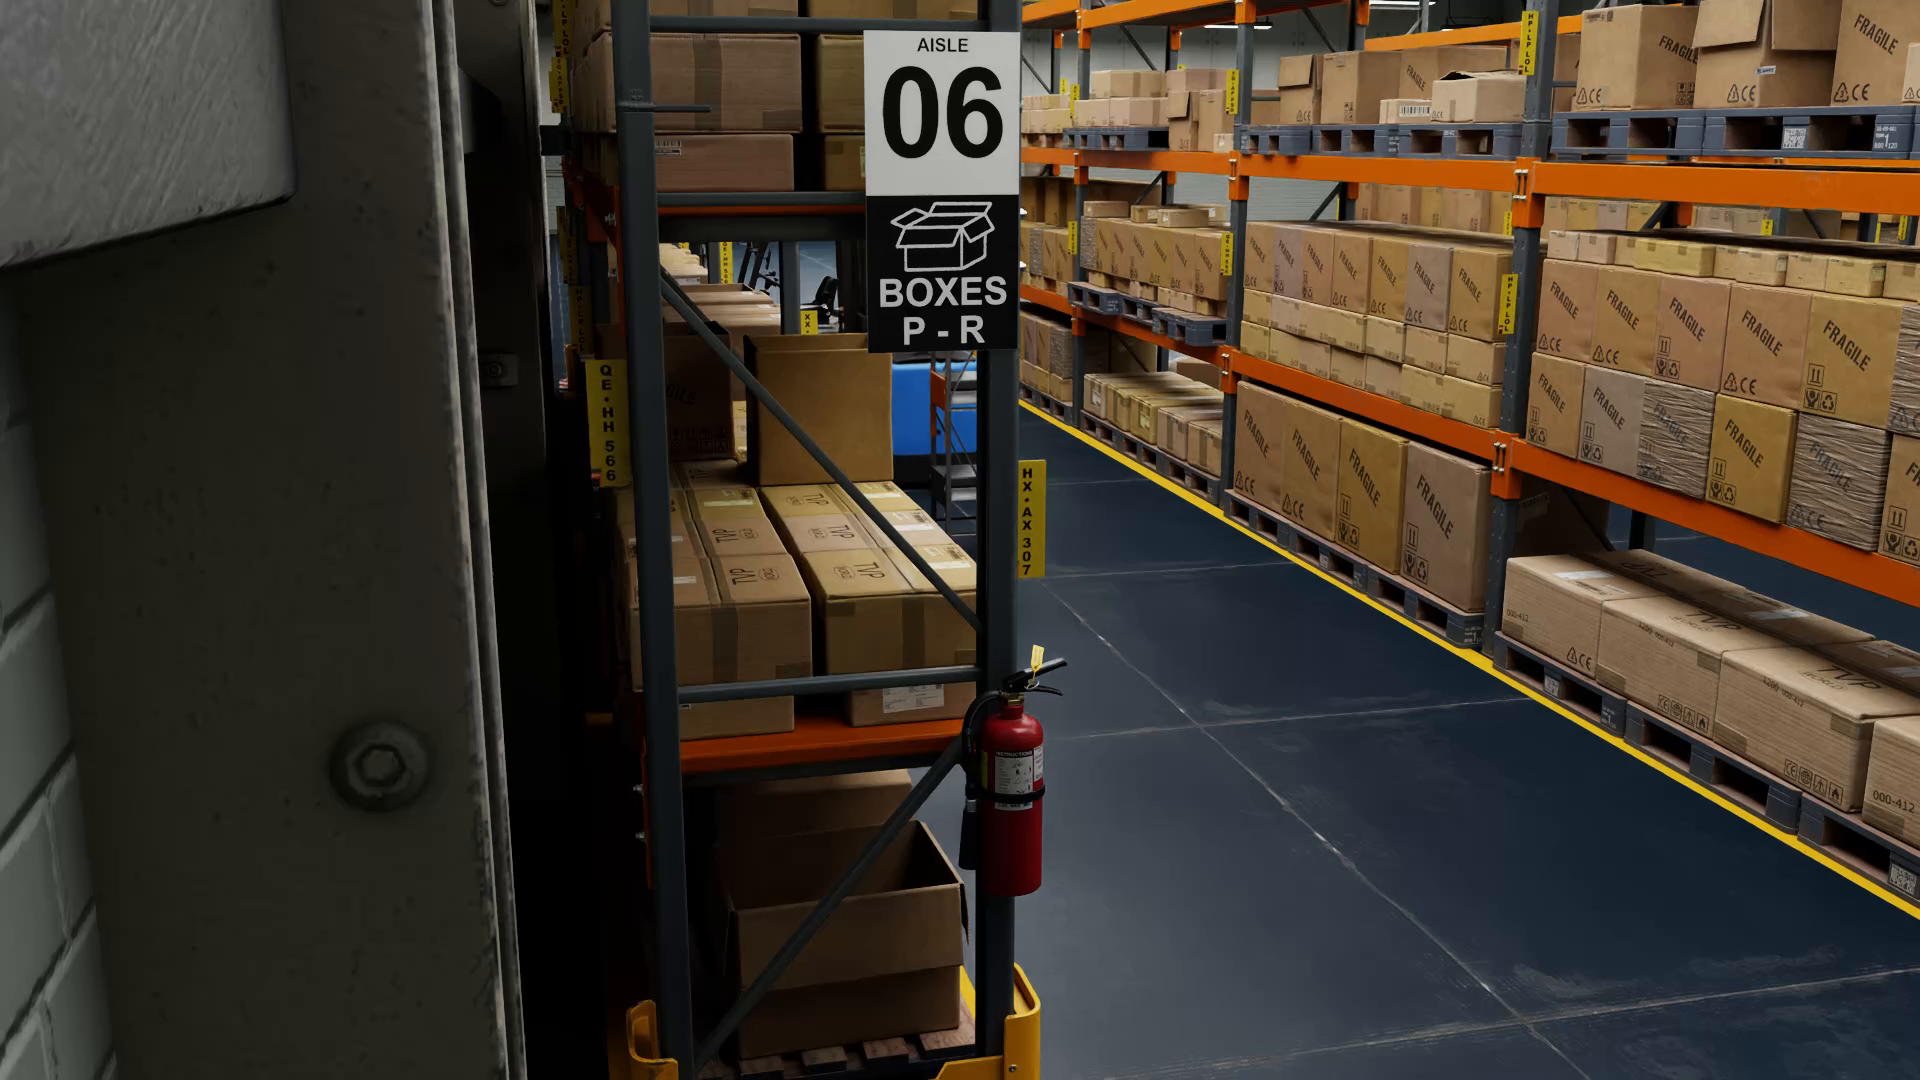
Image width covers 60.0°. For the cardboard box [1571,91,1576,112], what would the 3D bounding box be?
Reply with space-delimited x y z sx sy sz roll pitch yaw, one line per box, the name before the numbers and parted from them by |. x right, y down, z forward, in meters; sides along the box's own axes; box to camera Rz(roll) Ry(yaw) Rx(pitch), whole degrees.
cardboard box | 3.763 -2.536 9.563 0.396 0.266 0.258 -3 14 -14

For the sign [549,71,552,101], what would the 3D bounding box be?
sign | -4.643 -5.186 19.006 0.100 0.325 0.005 -3 14 -13

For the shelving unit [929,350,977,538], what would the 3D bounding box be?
shelving unit | 0.039 -0.982 12.022 0.431 2.100 0.503 -3 14 -13

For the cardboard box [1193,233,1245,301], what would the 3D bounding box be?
cardboard box | 2.224 -2.214 13.447 0.500 0.500 0.500 -4 14 -15

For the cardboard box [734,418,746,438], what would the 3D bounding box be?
cardboard box | -0.795 -0.380 7.352 0.500 0.250 0.500 -3 14 -13

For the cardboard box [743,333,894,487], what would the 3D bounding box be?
cardboard box | -0.542 -0.506 6.287 0.500 0.500 0.500 -3 14 -12

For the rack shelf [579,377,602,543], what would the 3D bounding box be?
rack shelf | -1.753 -0.639 10.239 1.077 0.370 4.000 -3 14 -13

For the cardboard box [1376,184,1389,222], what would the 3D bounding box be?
cardboard box | 5.778 -4.260 20.953 0.875 0.550 0.550 -3 14 -13

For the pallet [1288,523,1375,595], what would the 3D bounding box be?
pallet | 2.996 0.094 11.597 1.003 0.211 1.213 -3 14 -13

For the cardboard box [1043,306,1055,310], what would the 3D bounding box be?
cardboard box | 1.289 -2.515 19.730 0.500 0.500 0.500 -3 14 -11

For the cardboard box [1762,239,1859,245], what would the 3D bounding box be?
cardboard box | 4.098 -1.363 8.000 0.380 0.149 0.250 -3 14 -14

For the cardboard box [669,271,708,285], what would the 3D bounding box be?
cardboard box | -2.012 -1.904 12.321 0.380 0.149 0.250 -3 14 -12

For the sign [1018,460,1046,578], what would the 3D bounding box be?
sign | 0.183 -0.055 4.509 0.100 0.325 0.005 -3 14 -13

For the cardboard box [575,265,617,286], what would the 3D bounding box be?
cardboard box | -2.793 -2.047 12.910 0.380 0.149 0.250 -4 14 -14

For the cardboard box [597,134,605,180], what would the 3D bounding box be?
cardboard box | -1.027 -1.297 5.624 0.380 0.149 0.250 -3 14 -14

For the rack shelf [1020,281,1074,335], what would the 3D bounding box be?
rack shelf | 1.192 -2.762 18.929 1.077 0.370 4.000 -3 14 -13

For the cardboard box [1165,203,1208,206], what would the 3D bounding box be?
cardboard box | 2.164 -3.110 15.749 0.380 0.149 0.250 -4 14 -15

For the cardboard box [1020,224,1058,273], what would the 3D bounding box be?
cardboard box | 0.937 -3.288 18.727 0.500 0.500 0.500 -4 14 -14

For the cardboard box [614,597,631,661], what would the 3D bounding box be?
cardboard box | -0.941 0.281 5.487 0.380 0.149 0.250 -3 14 -13

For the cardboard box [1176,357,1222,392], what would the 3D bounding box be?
cardboard box | 2.732 -1.760 18.573 0.500 0.500 0.500 7 15 26

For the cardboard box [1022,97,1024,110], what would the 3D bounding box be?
cardboard box | 0.800 -4.905 18.713 0.380 0.149 0.250 -3 14 -12

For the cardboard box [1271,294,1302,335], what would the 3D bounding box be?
cardboard box | 2.600 -1.648 12.113 0.500 0.250 0.500 -3 14 -12

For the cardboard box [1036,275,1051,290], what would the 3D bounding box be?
cardboard box | 1.048 -2.820 18.177 0.380 0.149 0.250 -3 14 -14

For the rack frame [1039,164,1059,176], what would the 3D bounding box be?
rack frame | 0.722 -3.573 20.732 1.000 3.000 0.127 -3 14 -13

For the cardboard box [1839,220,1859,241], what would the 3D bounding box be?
cardboard box | 11.165 -3.620 20.088 0.875 0.500 0.500 -3 14 -13

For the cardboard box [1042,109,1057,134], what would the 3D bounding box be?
cardboard box | 1.176 -4.382 17.414 0.500 0.250 0.500 -4 14 -14

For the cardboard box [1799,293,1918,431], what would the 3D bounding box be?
cardboard box | 3.871 -0.747 6.849 0.500 0.500 0.500 -3 14 -13

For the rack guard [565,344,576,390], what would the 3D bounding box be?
rack guard | -4.108 -2.087 19.915 1.175 0.500 0.348 -3 14 -13

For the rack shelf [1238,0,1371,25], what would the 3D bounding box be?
rack shelf | 3.071 -3.637 10.710 1.077 0.370 4.000 -3 14 -13

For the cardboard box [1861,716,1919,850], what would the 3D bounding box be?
cardboard box | 4.227 1.012 6.478 0.875 0.438 0.875 -4 14 -15

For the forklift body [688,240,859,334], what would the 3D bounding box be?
forklift body | -1.883 -2.547 18.322 2.313 2.155 1.214 -3 14 -13

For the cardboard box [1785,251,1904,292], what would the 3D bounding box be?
cardboard box | 3.804 -1.156 7.154 0.380 0.149 0.250 -3 14 -11

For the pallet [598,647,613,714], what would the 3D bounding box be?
pallet | -1.511 0.642 9.355 1.003 0.211 1.213 -3 14 -13

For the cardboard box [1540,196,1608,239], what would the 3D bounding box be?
cardboard box | 6.572 -3.370 17.582 0.700 0.500 0.500 -4 14 -14

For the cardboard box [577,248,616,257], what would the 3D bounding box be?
cardboard box | -3.219 -2.521 14.848 0.380 0.149 0.250 -3 14 -13

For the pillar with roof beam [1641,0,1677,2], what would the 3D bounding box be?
pillar with roof beam | 15.983 -13.051 46.887 9.100 9.000 0.548 -3 14 -13

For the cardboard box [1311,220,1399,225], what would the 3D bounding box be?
cardboard box | 2.977 -2.157 12.619 0.500 0.500 0.500 -4 14 -15

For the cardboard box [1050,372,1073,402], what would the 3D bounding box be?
cardboard box | 1.261 -1.640 17.728 0.500 0.250 0.500 -3 14 -11

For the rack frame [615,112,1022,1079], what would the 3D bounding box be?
rack frame | -0.344 0.396 4.488 1.000 3.000 0.127 -3 14 -13

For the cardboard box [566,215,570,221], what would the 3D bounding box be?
cardboard box | -4.031 -3.409 17.854 0.380 0.149 0.250 -4 14 -15

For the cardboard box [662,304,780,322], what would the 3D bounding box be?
cardboard box | -1.302 -1.023 9.200 0.700 0.500 0.500 -3 14 -13

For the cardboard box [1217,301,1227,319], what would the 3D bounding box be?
cardboard box | 2.295 -1.872 13.414 0.380 0.149 0.250 -3 14 -11

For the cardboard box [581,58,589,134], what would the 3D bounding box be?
cardboard box | -1.083 -1.573 5.914 0.500 0.250 0.500 -3 14 -12

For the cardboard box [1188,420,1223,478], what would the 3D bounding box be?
cardboard box | 2.478 -0.786 13.976 0.950 0.372 0.625 -4 14 -17

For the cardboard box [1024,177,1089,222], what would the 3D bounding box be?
cardboard box | 1.166 -4.029 19.654 0.700 0.500 0.500 -3 14 -13

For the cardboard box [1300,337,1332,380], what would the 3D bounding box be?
cardboard box | 2.727 -1.289 11.698 0.500 0.250 0.500 -3 14 -11

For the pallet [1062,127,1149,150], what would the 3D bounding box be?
pallet | 1.703 -3.868 16.014 1.213 0.211 1.003 -3 14 -13

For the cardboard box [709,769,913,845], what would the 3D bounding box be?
cardboard box | -0.559 1.060 6.150 0.700 0.500 0.500 -3 14 -11

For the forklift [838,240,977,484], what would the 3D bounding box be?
forklift | -0.565 -2.199 15.251 1.130 2.935 3.031 -3 14 -12

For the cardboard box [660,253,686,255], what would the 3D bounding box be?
cardboard box | -2.538 -2.377 14.258 0.380 0.149 0.250 -3 14 -13

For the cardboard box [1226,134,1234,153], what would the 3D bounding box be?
cardboard box | 2.323 -3.124 13.101 0.380 0.149 0.250 -3 14 -13

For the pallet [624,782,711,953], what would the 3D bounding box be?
pallet | -0.833 1.268 6.793 1.003 0.211 1.213 -3 14 -13

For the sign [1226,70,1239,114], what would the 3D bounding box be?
sign | 2.073 -3.406 12.639 0.100 0.325 0.005 -3 14 -13

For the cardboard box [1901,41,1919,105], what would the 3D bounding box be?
cardboard box | 4.177 -1.897 6.641 0.500 0.311 0.500 -3 14 -12

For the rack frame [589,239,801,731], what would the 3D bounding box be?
rack frame | -1.284 -0.527 8.265 1.000 3.000 0.127 -3 14 -13

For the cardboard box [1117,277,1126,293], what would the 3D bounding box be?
cardboard box | 1.695 -2.406 15.600 0.380 0.149 0.250 -3 14 -12

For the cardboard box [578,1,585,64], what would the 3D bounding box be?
cardboard box | -1.188 -1.933 6.334 0.500 0.250 0.500 -3 14 -14

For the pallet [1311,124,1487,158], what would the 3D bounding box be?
pallet | 3.069 -2.690 11.193 1.003 0.211 1.213 -3 14 -11
